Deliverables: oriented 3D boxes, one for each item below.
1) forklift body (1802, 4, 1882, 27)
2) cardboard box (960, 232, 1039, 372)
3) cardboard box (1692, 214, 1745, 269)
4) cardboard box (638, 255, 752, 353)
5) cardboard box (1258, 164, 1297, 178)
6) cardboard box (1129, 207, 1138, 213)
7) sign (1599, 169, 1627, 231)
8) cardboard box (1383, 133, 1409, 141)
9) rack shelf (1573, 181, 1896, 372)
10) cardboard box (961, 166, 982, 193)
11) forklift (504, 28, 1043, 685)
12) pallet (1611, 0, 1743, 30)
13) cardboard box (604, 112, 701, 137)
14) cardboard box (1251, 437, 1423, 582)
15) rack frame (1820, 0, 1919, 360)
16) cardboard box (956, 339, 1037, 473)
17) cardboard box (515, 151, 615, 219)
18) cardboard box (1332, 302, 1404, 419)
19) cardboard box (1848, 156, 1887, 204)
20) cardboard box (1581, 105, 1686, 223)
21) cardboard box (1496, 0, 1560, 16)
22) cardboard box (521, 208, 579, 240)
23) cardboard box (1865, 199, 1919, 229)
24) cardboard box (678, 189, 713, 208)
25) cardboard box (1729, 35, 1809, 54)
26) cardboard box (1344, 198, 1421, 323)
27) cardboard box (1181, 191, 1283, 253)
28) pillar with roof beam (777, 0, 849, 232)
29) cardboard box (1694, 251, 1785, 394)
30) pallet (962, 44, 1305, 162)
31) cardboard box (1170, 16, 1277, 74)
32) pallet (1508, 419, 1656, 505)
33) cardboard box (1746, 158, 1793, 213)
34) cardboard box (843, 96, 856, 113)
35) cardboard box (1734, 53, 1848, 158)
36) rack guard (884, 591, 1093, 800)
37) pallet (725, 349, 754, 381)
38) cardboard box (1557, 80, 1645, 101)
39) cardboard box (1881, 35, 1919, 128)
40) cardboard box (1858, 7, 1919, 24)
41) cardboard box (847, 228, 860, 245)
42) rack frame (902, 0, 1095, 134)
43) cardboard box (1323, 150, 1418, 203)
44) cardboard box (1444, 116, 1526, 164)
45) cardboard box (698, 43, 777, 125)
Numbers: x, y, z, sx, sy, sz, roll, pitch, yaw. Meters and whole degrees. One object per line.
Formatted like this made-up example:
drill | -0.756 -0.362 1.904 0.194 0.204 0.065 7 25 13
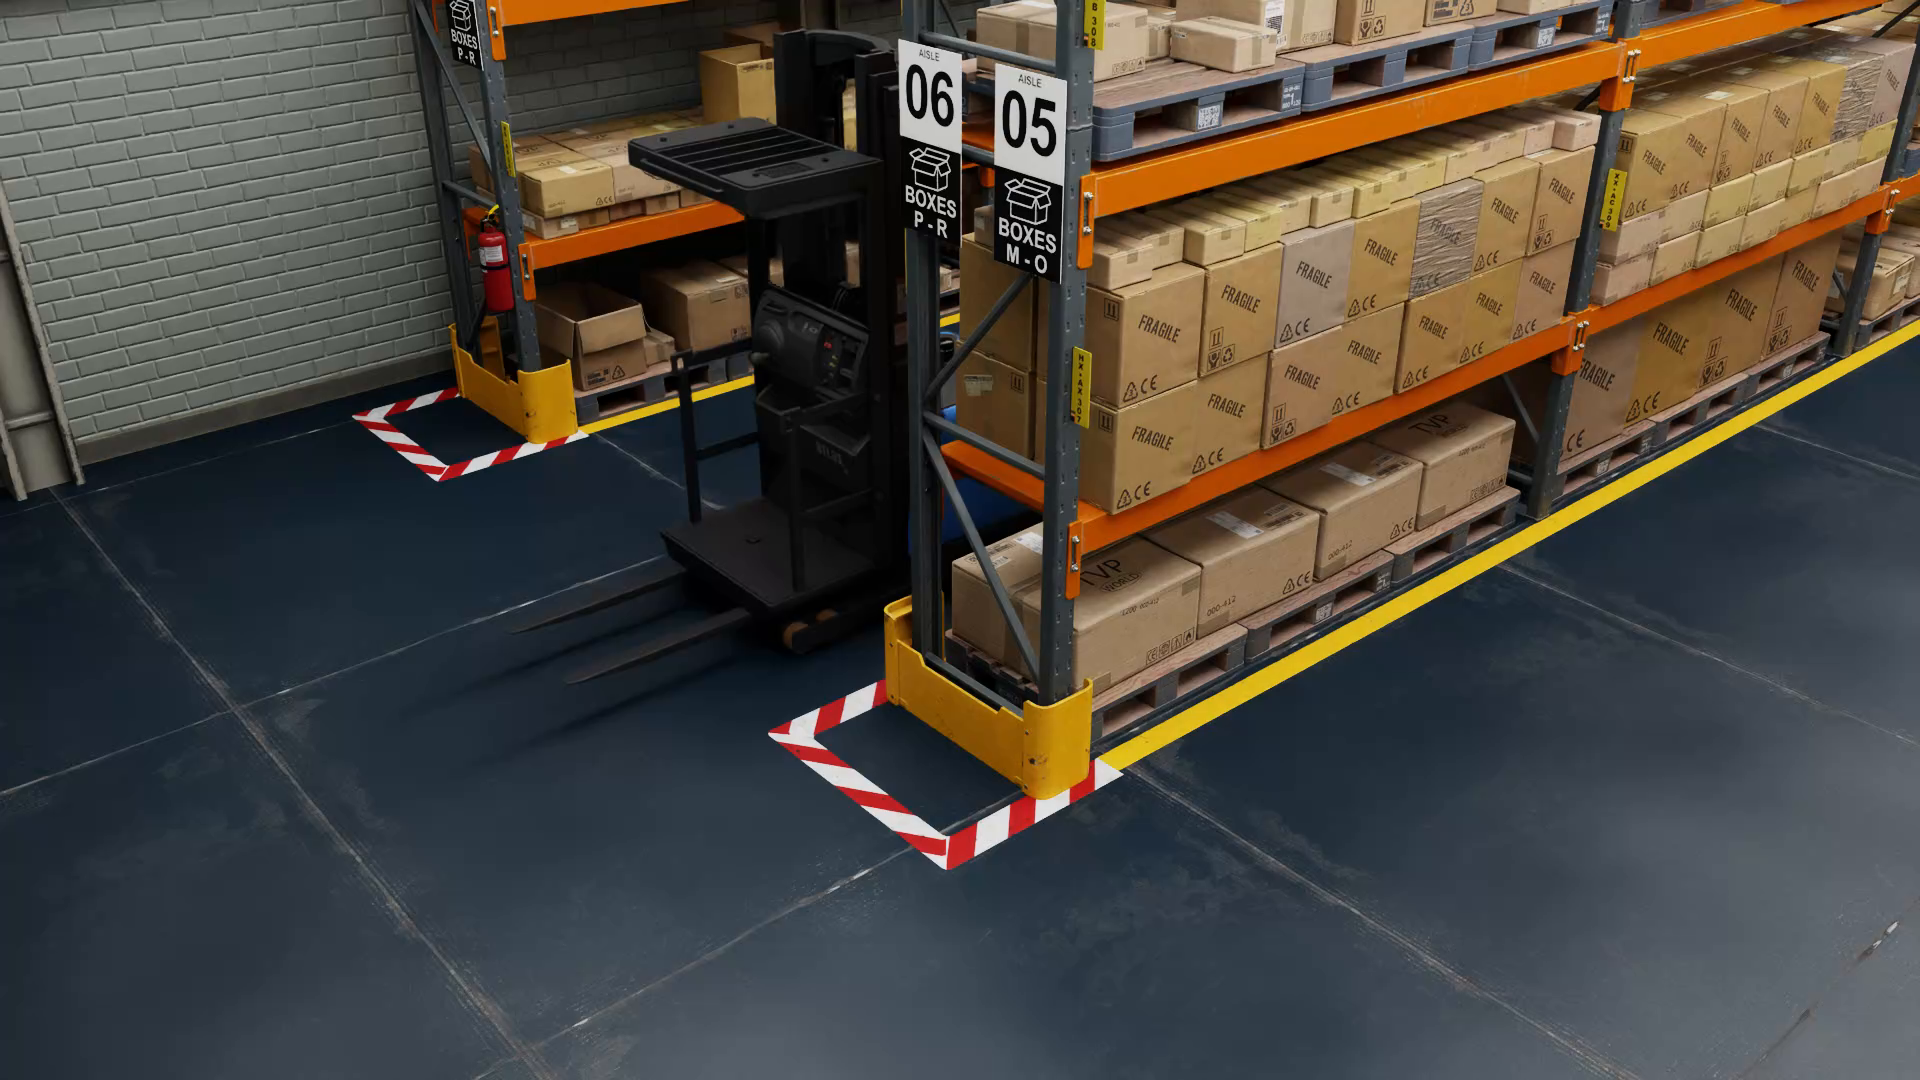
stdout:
forklift body | 8.822 -5.464 17.693 1.214 2.155 2.313 -22 35 -35
cardboard box | 0.345 -1.117 7.491 0.500 0.500 0.500 -21 34 -33
cardboard box | 4.475 -1.907 10.295 0.500 0.250 0.500 -22 35 -35
cardboard box | -1.889 -1.662 11.883 0.500 0.500 0.700 -20 34 -33
cardboard box | 1.423 -1.836 8.147 0.250 0.149 0.380 -21 34 -33
cardboard box | 0.595 -1.548 7.608 0.250 0.149 0.380 -22 35 -35
sign | 3.537 -1.841 9.010 0.005 0.325 0.100 -22 35 -35
cardboard box | 2.187 -2.159 8.753 0.250 0.149 0.380 -22 35 -35
rack shelf | 4.697 -1.918 10.919 4.000 0.370 1.077 -22 35 -35
cardboard box | 0.044 -2.987 13.674 0.250 0.149 0.380 -24 36 -37
forklift | -0.938 -0.980 8.474 3.031 2.935 1.130 -22 35 -34
pallet | 3.841 -3.160 9.501 1.217 0.209 0.805 -24 36 -37
cardboard box | -2.141 -2.786 11.624 0.500 0.250 0.500 -21 34 -33
cardboard box | 1.948 -0.251 9.309 0.875 0.438 0.875 -23 36 -36
rack frame | 6.219 -2.847 11.894 0.127 3.000 1.000 -22 35 -35
cardboard box | 0.328 -0.686 7.745 0.500 0.500 0.500 -22 35 -35
cardboard box | -2.572 -2.285 10.687 0.500 0.250 0.500 -22 35 -35
cardboard box | 1.820 -0.961 8.259 0.500 0.500 0.500 -21 34 -33
cardboard box | 6.003 -2.533 11.466 0.500 0.250 0.500 -23 36 -37
cardboard box | 3.697 -2.140 9.404 0.500 0.500 0.500 -21 35 -34
cardboard box | 2.697 -2.674 8.103 0.250 0.149 0.380 -21 35 -34
cardboard box | -2.664 -2.069 10.706 0.250 0.149 0.380 -22 35 -35
cardboard box | 7.792 -2.501 13.590 0.625 0.372 0.950 -21 34 -33
cardboard box | -1.892 -2.395 11.316 0.250 0.149 0.380 -21 35 -34
cardboard box | 5.314 -3.113 11.226 0.500 0.500 0.500 -22 35 -35
cardboard box | 1.837 -1.403 8.026 0.500 0.500 0.500 -22 35 -35
cardboard box | 1.196 -1.411 7.353 0.250 0.149 0.380 -23 36 -36
pillar with roof beam | 1.631 -4.614 8.837 0.400 9.000 9.100 -22 35 -35
cardboard box | 4.958 -1.642 11.449 0.875 0.875 0.875 -21 35 -34
pallet | 0.690 -1.914 7.060 1.213 0.211 1.003 -22 35 -35
cardboard box | 1.110 -2.091 7.013 0.250 0.149 0.380 -20 34 -33
pallet | 3.714 -0.656 10.754 1.213 0.211 1.003 -22 35 -35
cardboard box | 4.857 -2.281 10.464 0.500 0.250 0.500 -23 36 -36
cardboard box | -0.649 -3.065 12.146 0.500 0.250 0.500 -22 35 -35
cardboard box | 5.228 -2.770 10.585 0.500 0.500 0.500 -22 35 -35
rack guard | 0.115 0.710 7.890 0.348 0.500 1.175 -22 35 -35
pallet | -1.500 -1.587 12.496 1.213 0.211 1.003 -22 35 -35
cardboard box | 3.742 -2.496 10.071 0.500 0.500 0.500 -21 35 -34
cardboard box | 6.711 -3.262 11.804 0.500 0.500 0.500 -23 36 -36
cardboard box | 7.154 -3.763 12.741 0.500 0.500 0.500 -25 37 -38
cardboard box | -0.705 -2.284 13.248 0.500 0.311 0.500 -20 34 -33
rack frame | 0.133 -3.045 5.901 0.127 3.000 1.000 -22 35 -35
cardboard box | 1.957 -1.737 7.963 0.250 0.149 0.380 -22 35 -35
cardboard box | 2.681 -2.071 8.588 0.250 0.149 0.380 -22 35 -35
cardboard box | -1.431 -3.075 11.370 0.500 0.500 0.500 -21 35 -34
